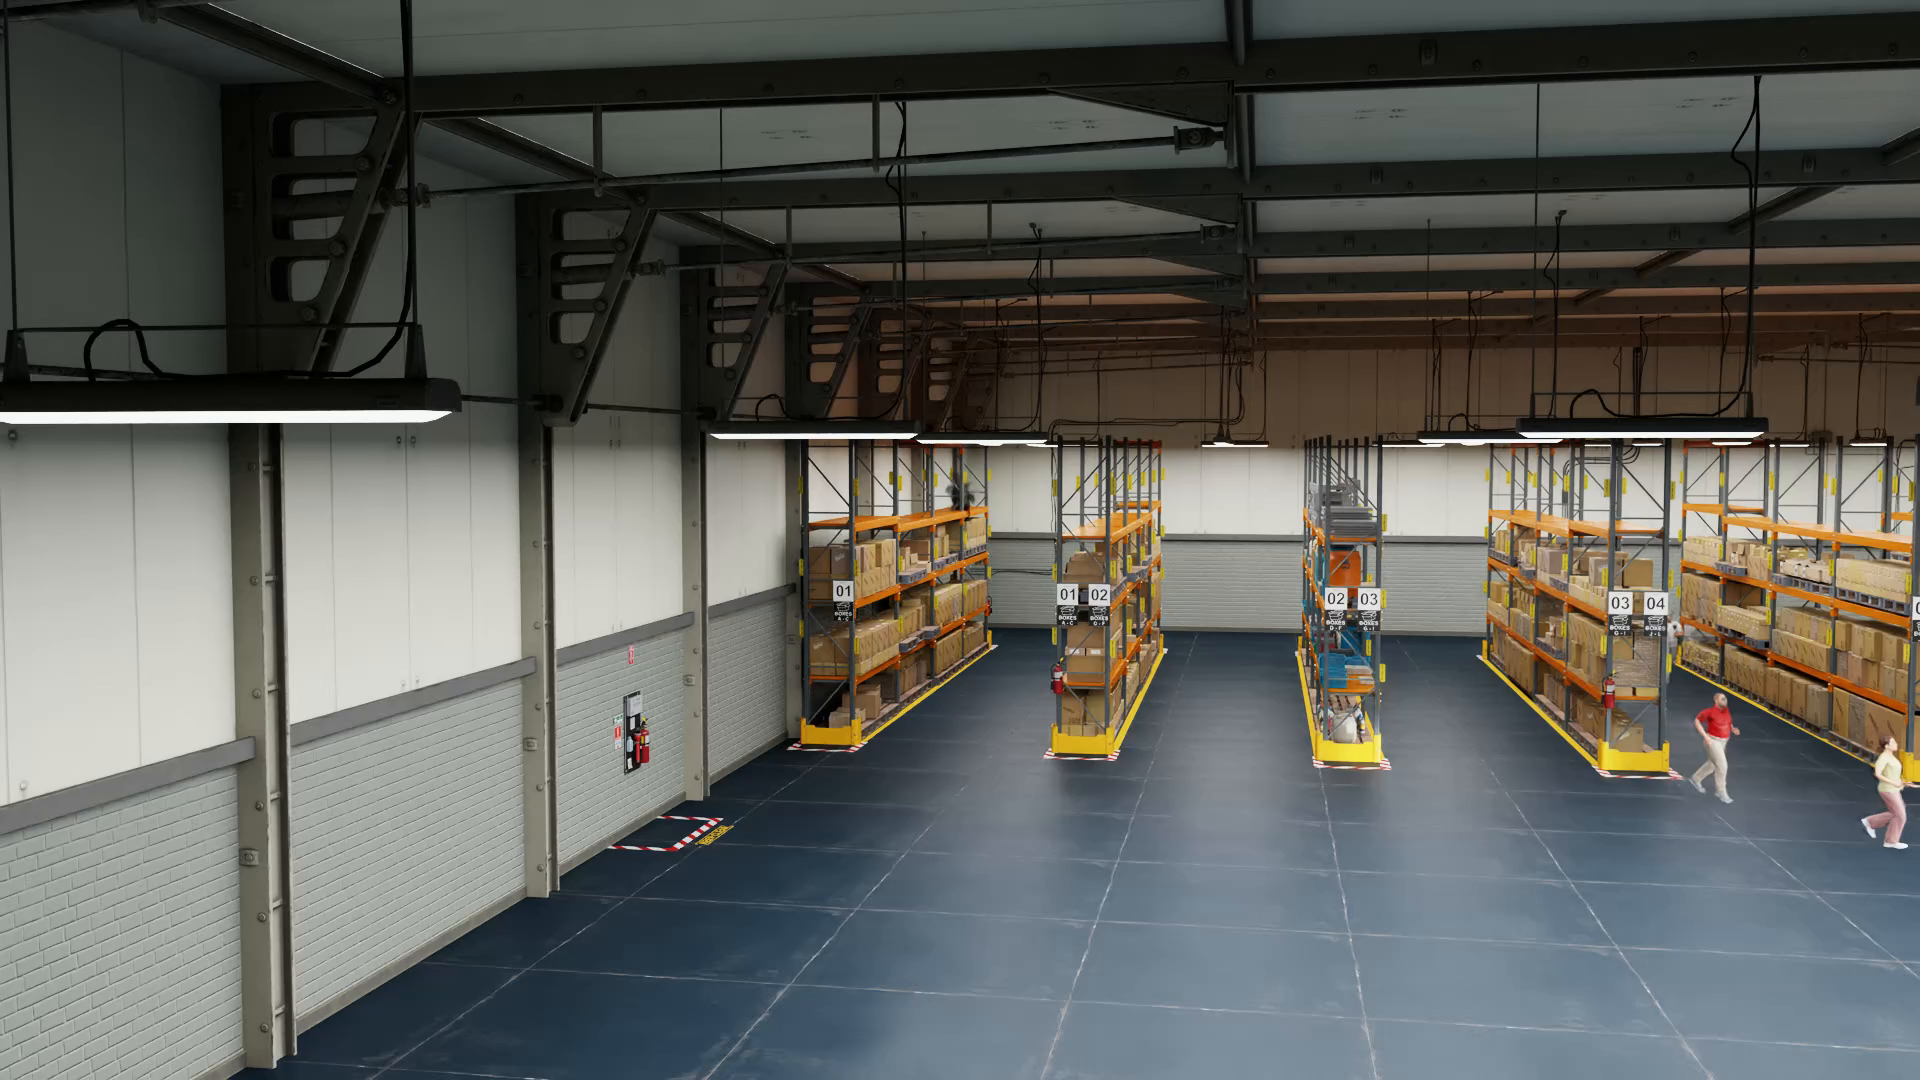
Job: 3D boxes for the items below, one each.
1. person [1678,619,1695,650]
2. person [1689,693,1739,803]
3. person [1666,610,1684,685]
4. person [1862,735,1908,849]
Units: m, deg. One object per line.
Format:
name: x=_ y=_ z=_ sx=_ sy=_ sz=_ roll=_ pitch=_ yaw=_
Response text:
person: x=20.056 y=2.395 z=45.788 sx=0.775 sy=1.713 sz=0.782 roll=1 pitch=3 yaw=18
person: x=12.399 y=3.379 z=27.358 sx=0.655 sy=1.773 sz=0.853 roll=-2 pitch=4 yaw=-36
person: x=17.481 y=2.628 z=40.953 sx=0.637 sy=1.820 sz=0.877 roll=1 pitch=3 yaw=15
person: x=13.331 y=3.610 z=23.954 sx=0.609 sy=1.619 sz=0.580 roll=2 pitch=4 yaw=39
